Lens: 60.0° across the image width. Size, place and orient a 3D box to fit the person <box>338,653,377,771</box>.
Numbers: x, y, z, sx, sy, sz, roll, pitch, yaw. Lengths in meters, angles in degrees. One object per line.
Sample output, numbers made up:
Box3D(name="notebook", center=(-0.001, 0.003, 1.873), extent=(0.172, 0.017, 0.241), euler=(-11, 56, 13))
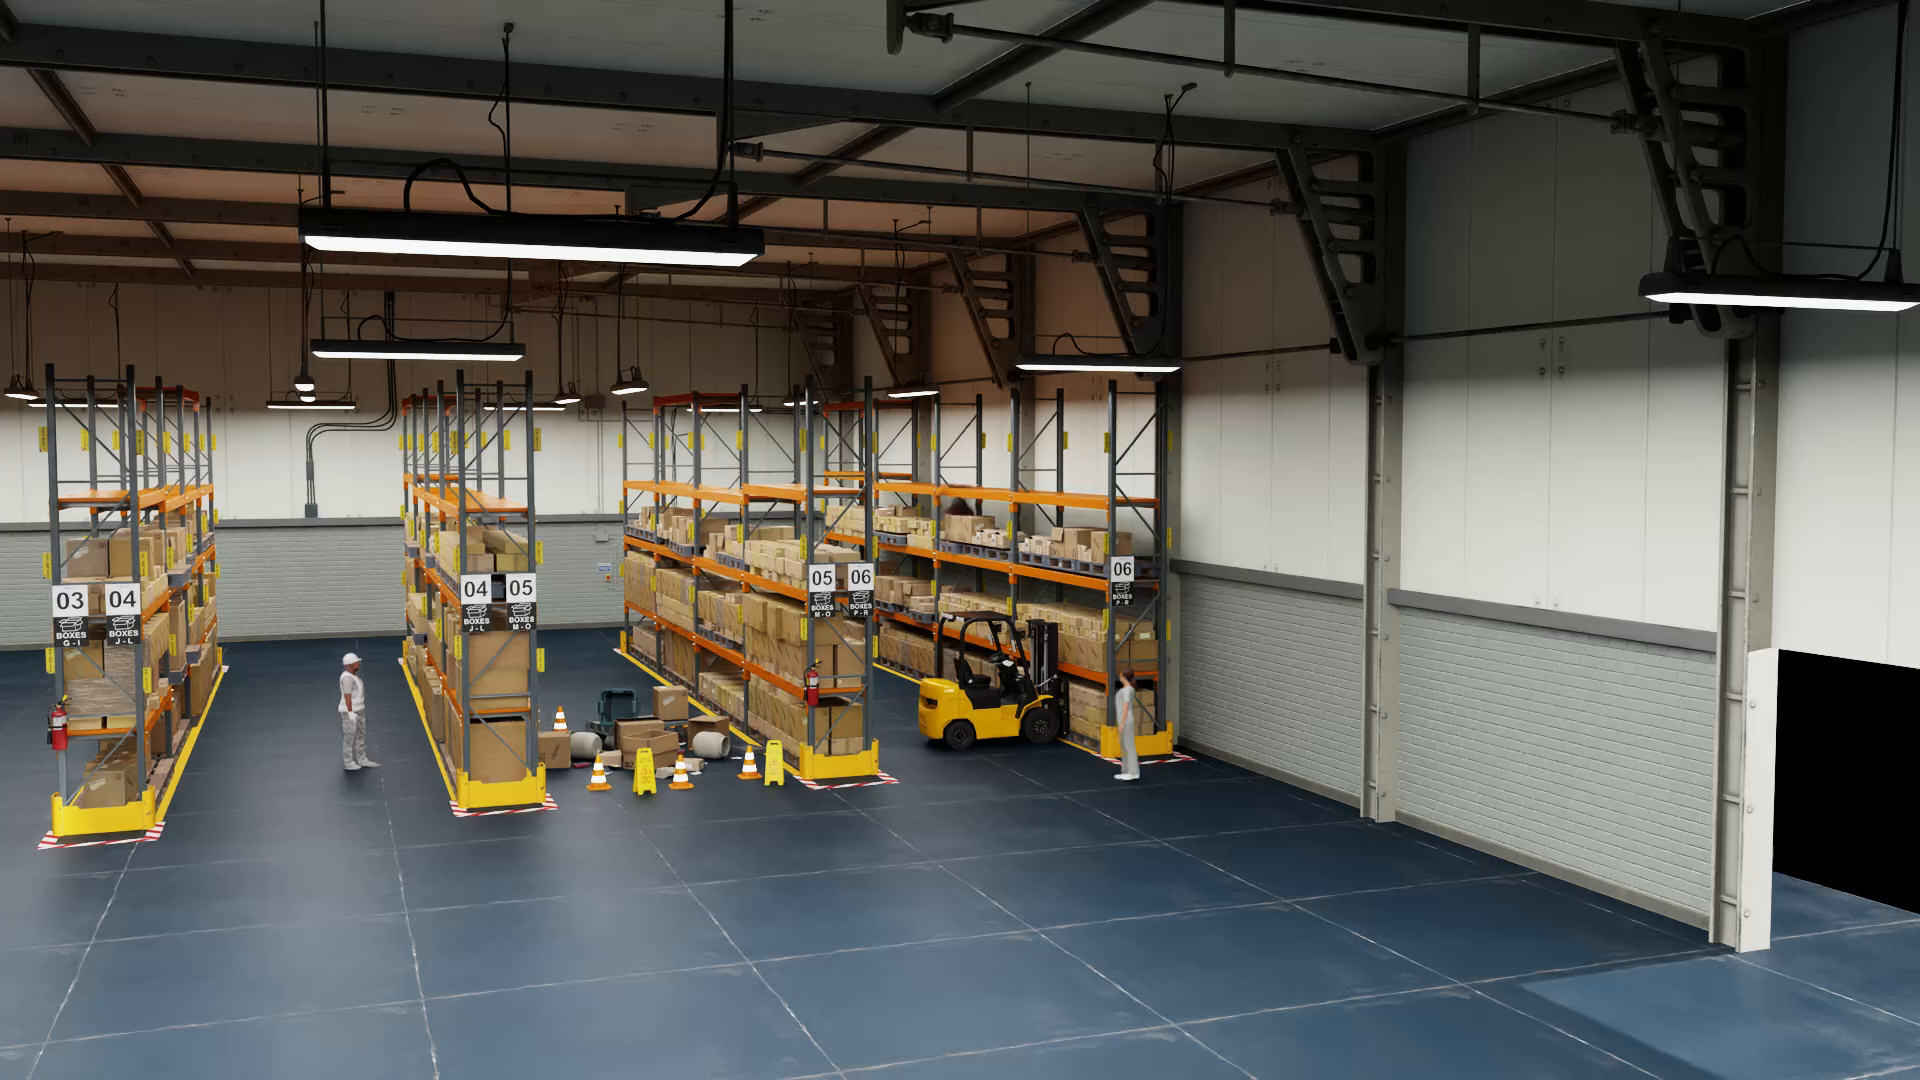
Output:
Box3D(name="person", center=(-9.283, 2.624, 25.518), extent=(0.491, 1.787, 0.626), euler=(0, 3, 4))

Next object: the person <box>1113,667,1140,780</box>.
Box3D(name="person", center=(2.471, 2.739, 24.647), extent=(0.404, 1.682, 0.531), euler=(0, 3, -3))
